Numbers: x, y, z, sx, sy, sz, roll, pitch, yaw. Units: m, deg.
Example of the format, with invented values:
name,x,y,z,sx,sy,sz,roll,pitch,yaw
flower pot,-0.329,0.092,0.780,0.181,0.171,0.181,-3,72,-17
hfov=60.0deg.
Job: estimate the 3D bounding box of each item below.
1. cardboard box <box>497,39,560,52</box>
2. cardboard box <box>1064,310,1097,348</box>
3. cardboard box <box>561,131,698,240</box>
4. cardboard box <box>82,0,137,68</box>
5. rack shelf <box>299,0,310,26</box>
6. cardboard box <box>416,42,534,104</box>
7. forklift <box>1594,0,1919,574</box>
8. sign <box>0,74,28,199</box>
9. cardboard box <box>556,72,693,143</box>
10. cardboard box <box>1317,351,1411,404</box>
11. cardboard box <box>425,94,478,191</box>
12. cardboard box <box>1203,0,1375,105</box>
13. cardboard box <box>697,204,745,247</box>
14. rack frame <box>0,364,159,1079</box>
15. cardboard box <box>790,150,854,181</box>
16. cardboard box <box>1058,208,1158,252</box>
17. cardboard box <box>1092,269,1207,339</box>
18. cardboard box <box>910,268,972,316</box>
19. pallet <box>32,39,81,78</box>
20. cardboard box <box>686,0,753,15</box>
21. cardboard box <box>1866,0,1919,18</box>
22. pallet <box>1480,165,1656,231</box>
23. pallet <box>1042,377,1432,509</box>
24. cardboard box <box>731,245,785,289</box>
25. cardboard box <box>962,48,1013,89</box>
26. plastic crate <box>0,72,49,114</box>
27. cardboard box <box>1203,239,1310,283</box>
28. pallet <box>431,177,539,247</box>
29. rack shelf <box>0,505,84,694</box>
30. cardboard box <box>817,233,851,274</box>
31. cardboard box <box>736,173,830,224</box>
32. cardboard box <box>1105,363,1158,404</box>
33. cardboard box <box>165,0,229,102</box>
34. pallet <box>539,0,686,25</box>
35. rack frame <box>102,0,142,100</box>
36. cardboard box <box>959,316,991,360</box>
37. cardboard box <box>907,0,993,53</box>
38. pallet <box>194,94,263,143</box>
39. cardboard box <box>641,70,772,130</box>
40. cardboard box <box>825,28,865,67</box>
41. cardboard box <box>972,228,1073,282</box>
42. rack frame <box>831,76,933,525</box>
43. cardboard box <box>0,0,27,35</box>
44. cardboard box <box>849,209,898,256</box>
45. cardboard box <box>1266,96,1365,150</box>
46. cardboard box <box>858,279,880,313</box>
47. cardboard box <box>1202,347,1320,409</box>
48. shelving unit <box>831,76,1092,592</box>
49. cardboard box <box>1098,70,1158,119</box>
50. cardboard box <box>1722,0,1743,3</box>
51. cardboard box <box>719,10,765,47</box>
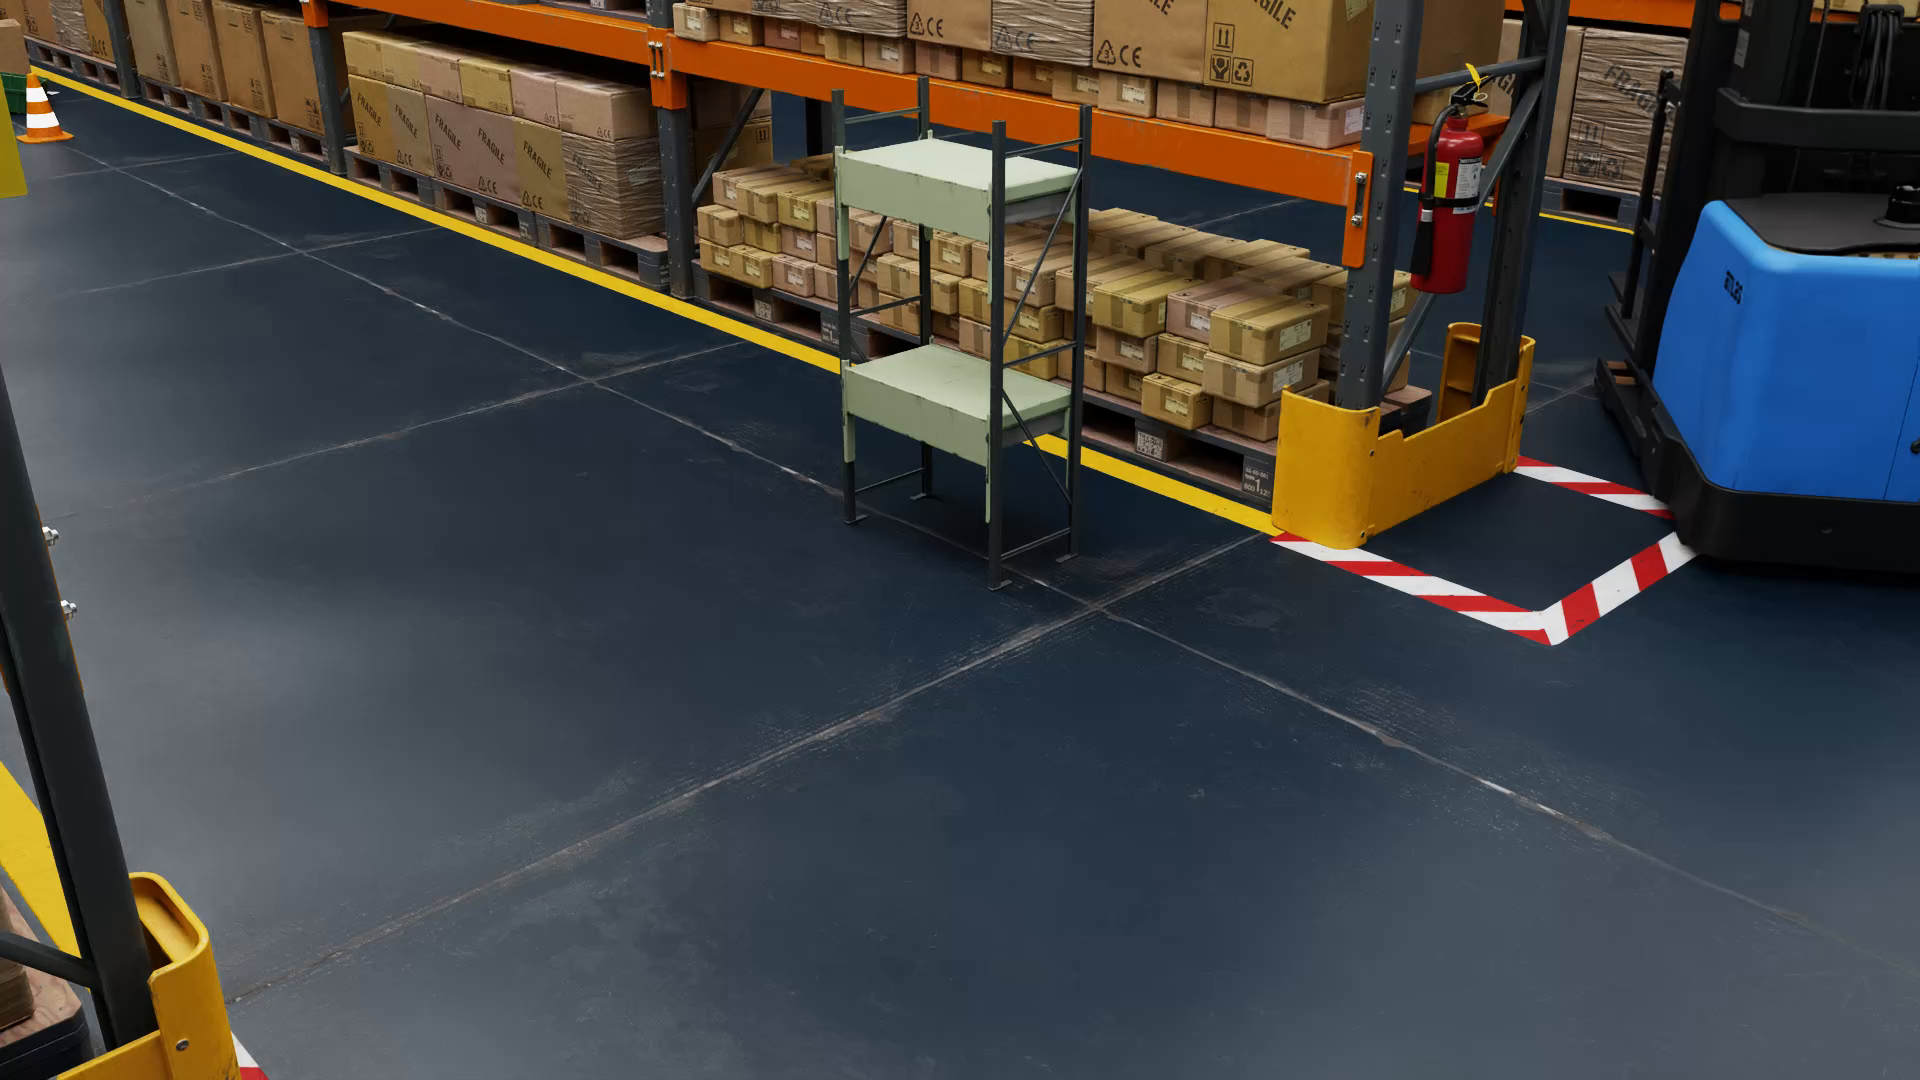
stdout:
name,x,y,z,sx,sy,sz,roll,pitch,yaw
cardboard box,-2.452,-2.892,10.077,0.500,0.250,0.500,-20,31,-37
cardboard box,0.634,-0.890,6.657,0.380,0.149,0.250,-22,32,-39
cardboard box,-1.756,-1.932,8.878,0.500,0.500,0.500,-22,32,-39
cardboard box,-6.913,-4.584,14.239,0.875,0.875,0.875,-21,32,-38
rack shelf,-5.167,-4.216,12.245,1.077,0.370,4.000,-21,32,-38
cardboard box,-2.830,-2.748,9.762,0.500,0.250,0.500,-21,32,-38
forklift,3.206,-1.787,6.136,1.130,2.935,3.031,4,25,10
sign,-1.467,-0.665,2.455,0.100,0.325,0.005,-21,32,-38
cardboard box,-1.760,-2.275,8.725,0.500,0.250,0.500,-22,33,-40
cardboard box,1.543,-0.658,6.506,0.380,0.149,0.250,-20,32,-37
cardboard box,-2.803,-2.399,9.901,0.500,0.500,0.500,-22,33,-40
cardboard box,1.173,-1.758,5.511,0.500,0.500,0.500,-20,32,-37
cardboard box,-1.052,-1.555,8.114,0.380,0.149,0.250,-19,31,-36
rack frame,-1.879,-0.078,2.307,0.949,2.616,0.053,-21,32,-38
cardboard box,-0.633,-1.857,8.418,0.380,0.149,0.250,-20,31,-37
cardboard box,0.644,-1.327,7.257,0.380,0.149,0.250,-21,32,-38
cardboard box,0.721,-0.902,6.325,0.380,0.149,0.250,-22,33,-40
cardboard box,0.009,-1.091,7.098,0.380,0.149,0.250,-21,32,-38
pallet,-7.835,-4.503,15.367,1.003,0.211,1.213,-21,32,-38
cardboard box,-0.912,-2.685,7.543,0.500,0.500,0.500,-22,32,-39
cardboard box,4.873,-2.791,8.556,0.380,0.149,0.250,-20,32,-38
pallet,3.924,-2.211,10.343,1.003,0.211,1.213,-21,32,-38
pallet,1.086,-0.525,6.646,1.003,0.211,1.213,-21,32,-38
cardboard box,-0.870,-1.338,7.997,0.380,0.149,0.250,-20,31,-37
cardboard box,0.229,-1.909,6.624,0.380,0.149,0.250,-21,32,-38
plastic crate,-7.609,-3.577,13.297,0.450,0.188,0.662,4,23,-16
cardboard box,1.203,-1.096,6.750,0.380,0.149,0.250,-21,32,-39
pallet,-2.438,-2.062,10.017,1.003,0.211,1.213,-21,32,-38
rack shelf,-3.244,-0.358,3.787,1.077,0.370,4.000,-21,32,-38
cardboard box,-0.438,-1.357,7.682,0.250,0.149,0.380,22,32,39
cardboard box,-0.837,-1.627,7.915,0.380,0.149,0.250,-19,31,-36
cardboard box,0.788,-0.662,6.516,0.380,0.149,0.250,-21,32,-39
cardboard box,-5.388,-3.861,12.805,1.050,0.750,0.750,-21,32,-38
pallet,-1.483,-2.911,8.749,1.003,0.211,1.213,-21,32,-38
rack frame,-6.534,-5.150,13.424,1.000,3.000,0.127,-21,32,-38
cardboard box,0.218,-0.881,6.996,0.380,0.149,0.250,-20,32,-37
cardboard box,0.138,-2.220,6.524,0.500,0.500,0.500,-19,31,-36
pallet,-5.114,-3.299,12.727,1.003,0.211,1.213,-21,32,-38
cardboard box,-1.379,-2.420,9.042,0.500,0.250,0.500,22,33,39
cardboard box,-0.354,-2.131,7.110,0.380,0.149,0.250,-21,32,-38
cardboard box,0.267,-1.175,6.925,0.250,0.149,0.380,23,33,40
rack frame,-0.255,-0.795,5.686,0.400,1.500,0.023,-21,32,-38
cardboard box,-8.757,-5.399,16.025,0.875,0.875,0.875,-21,32,-38
cardboard box,-0.319,-1.392,7.399,0.380,0.149,0.250,-20,31,-37
cardboard box,1.238,-1.418,5.548,0.380,0.149,0.250,-21,32,-38
cardboard box,-0.243,-1.143,7.570,0.250,0.149,0.380,22,33,40
cardboard box,1.099,-0.622,6.071,0.380,0.149,0.250,-22,33,-40
shelving unit,-0.005,-0.684,5.443,0.431,1.500,0.755,-21,32,-38
cardboard box,0.722,-1.647,6.048,0.380,0.149,0.250,-20,31,-37
cardboard box,4.353,-3.022,9.062,0.380,0.149,0.250,-21,32,-38
cardboard box,-0.881,-2.376,7.646,0.380,0.149,0.250,-20,31,-37
